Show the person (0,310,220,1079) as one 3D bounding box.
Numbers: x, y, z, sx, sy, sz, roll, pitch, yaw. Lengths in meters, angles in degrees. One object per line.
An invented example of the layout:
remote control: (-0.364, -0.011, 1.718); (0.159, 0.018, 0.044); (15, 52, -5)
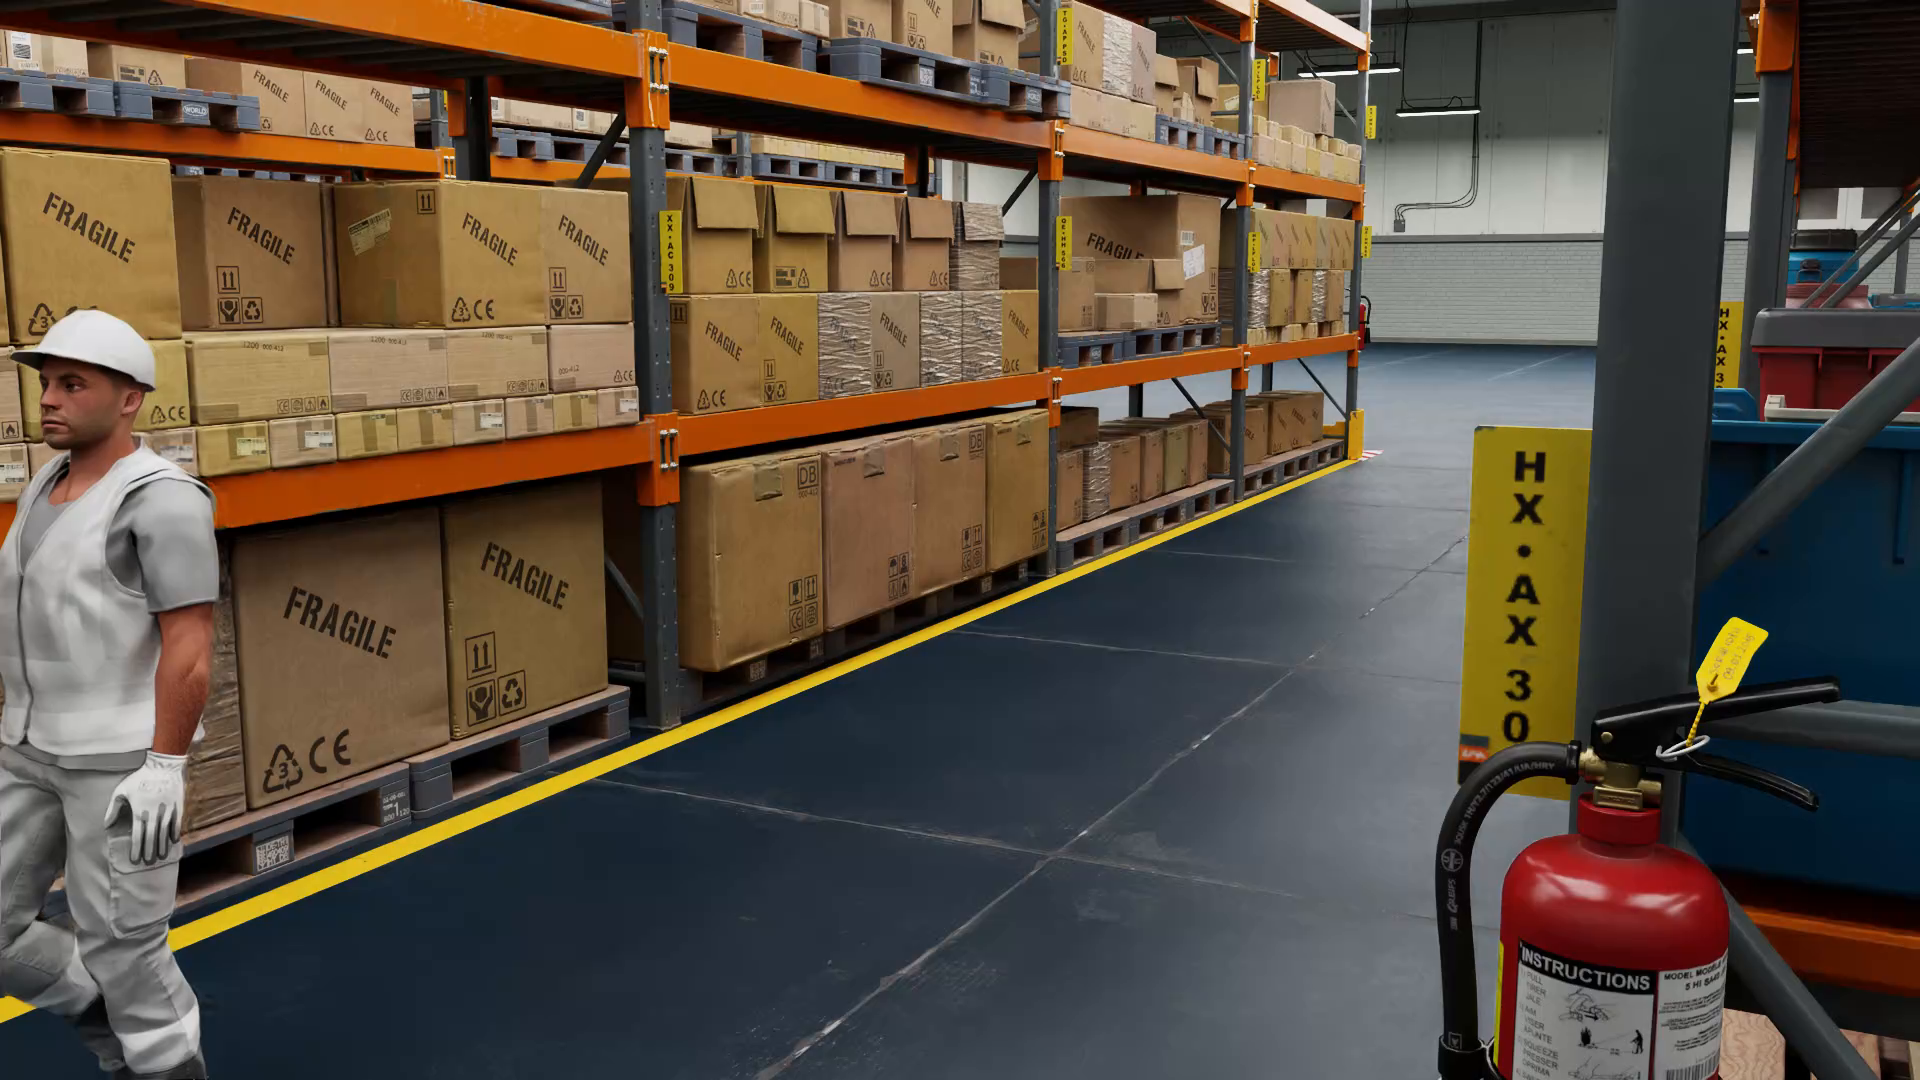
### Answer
person: (-1.755, 0.439, 3.321); (0.573, 1.778, 0.467); (5, 10, 29)
